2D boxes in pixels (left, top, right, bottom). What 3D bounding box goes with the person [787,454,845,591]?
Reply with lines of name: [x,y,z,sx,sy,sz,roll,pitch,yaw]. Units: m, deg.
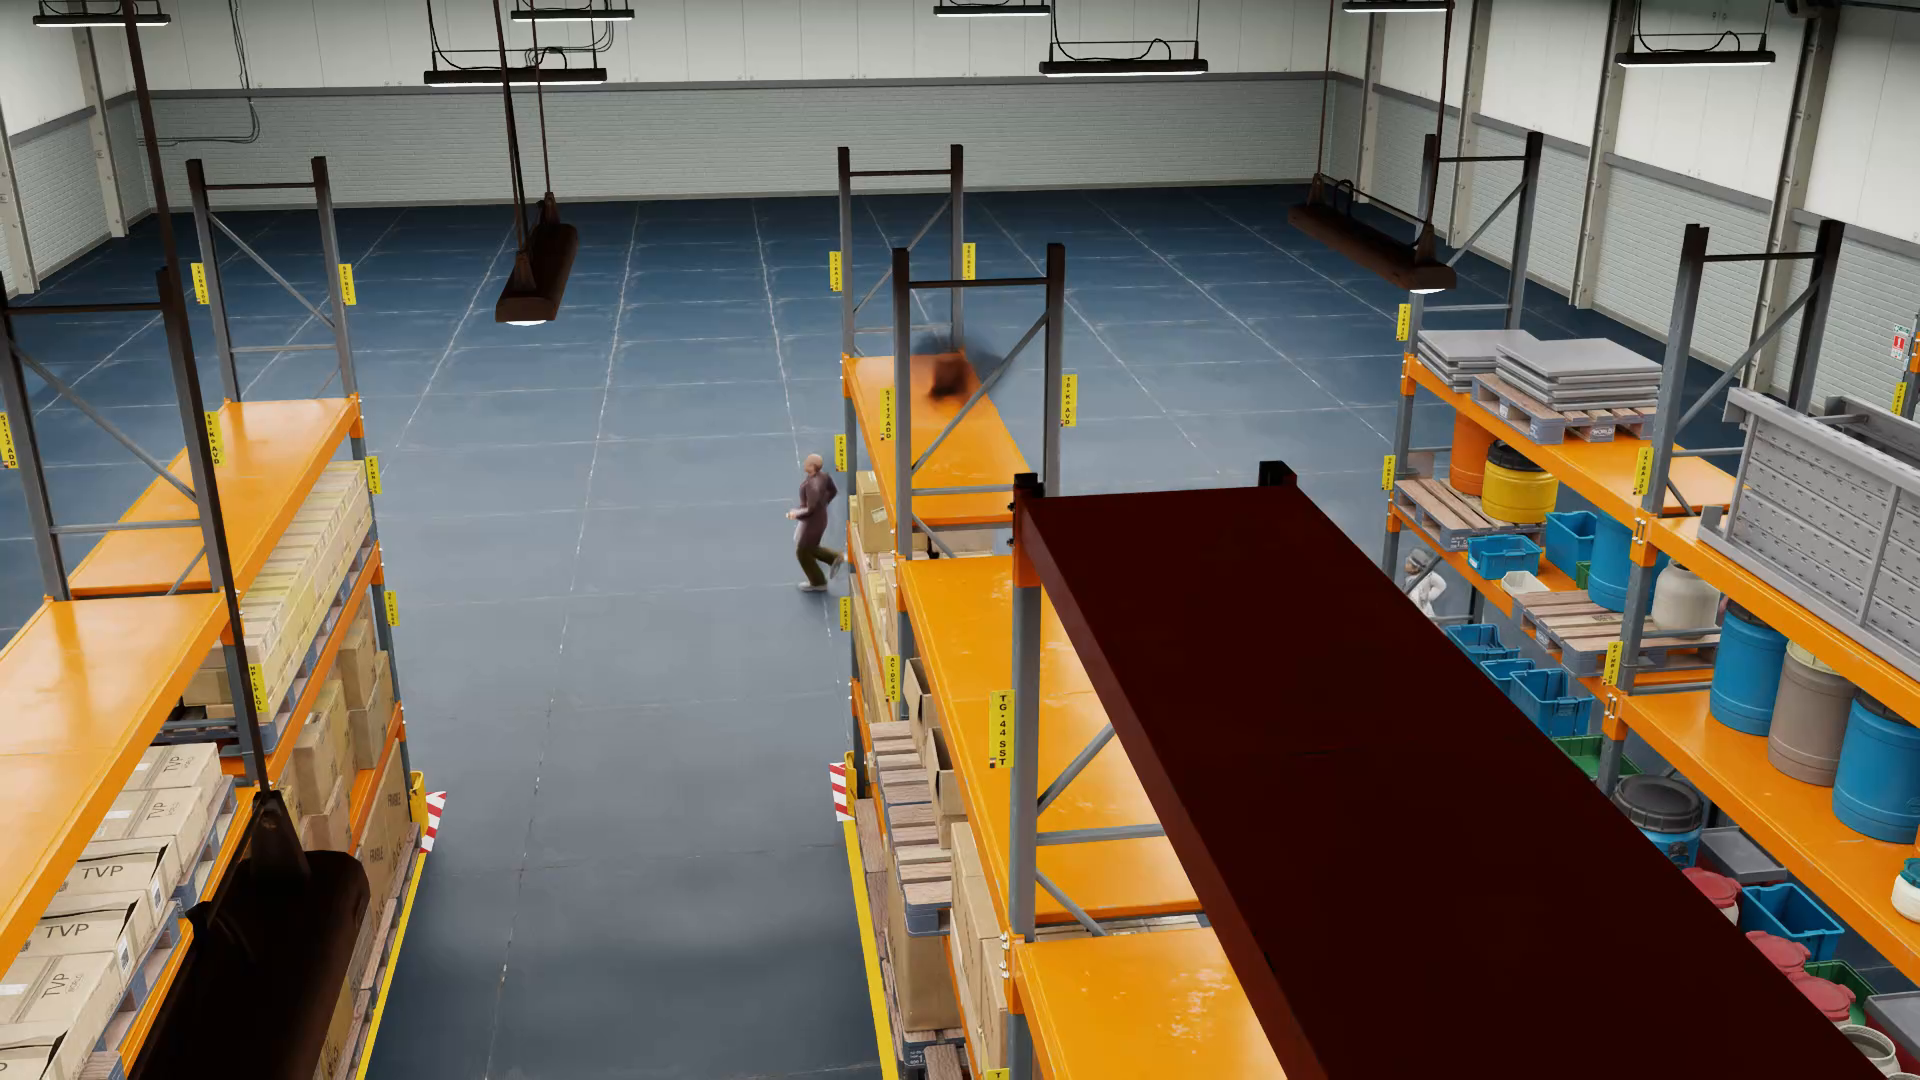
person: [-1.723,-0.204,19.826,0.637,1.732,0.710,5,22,12]

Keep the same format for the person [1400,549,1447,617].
person: [4.752,0.860,17.227,0.633,1.670,0.653,10,24,24]

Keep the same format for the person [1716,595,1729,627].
person: [8.605,0.513,18.161,0.702,1.639,0.602,7,23,17]
